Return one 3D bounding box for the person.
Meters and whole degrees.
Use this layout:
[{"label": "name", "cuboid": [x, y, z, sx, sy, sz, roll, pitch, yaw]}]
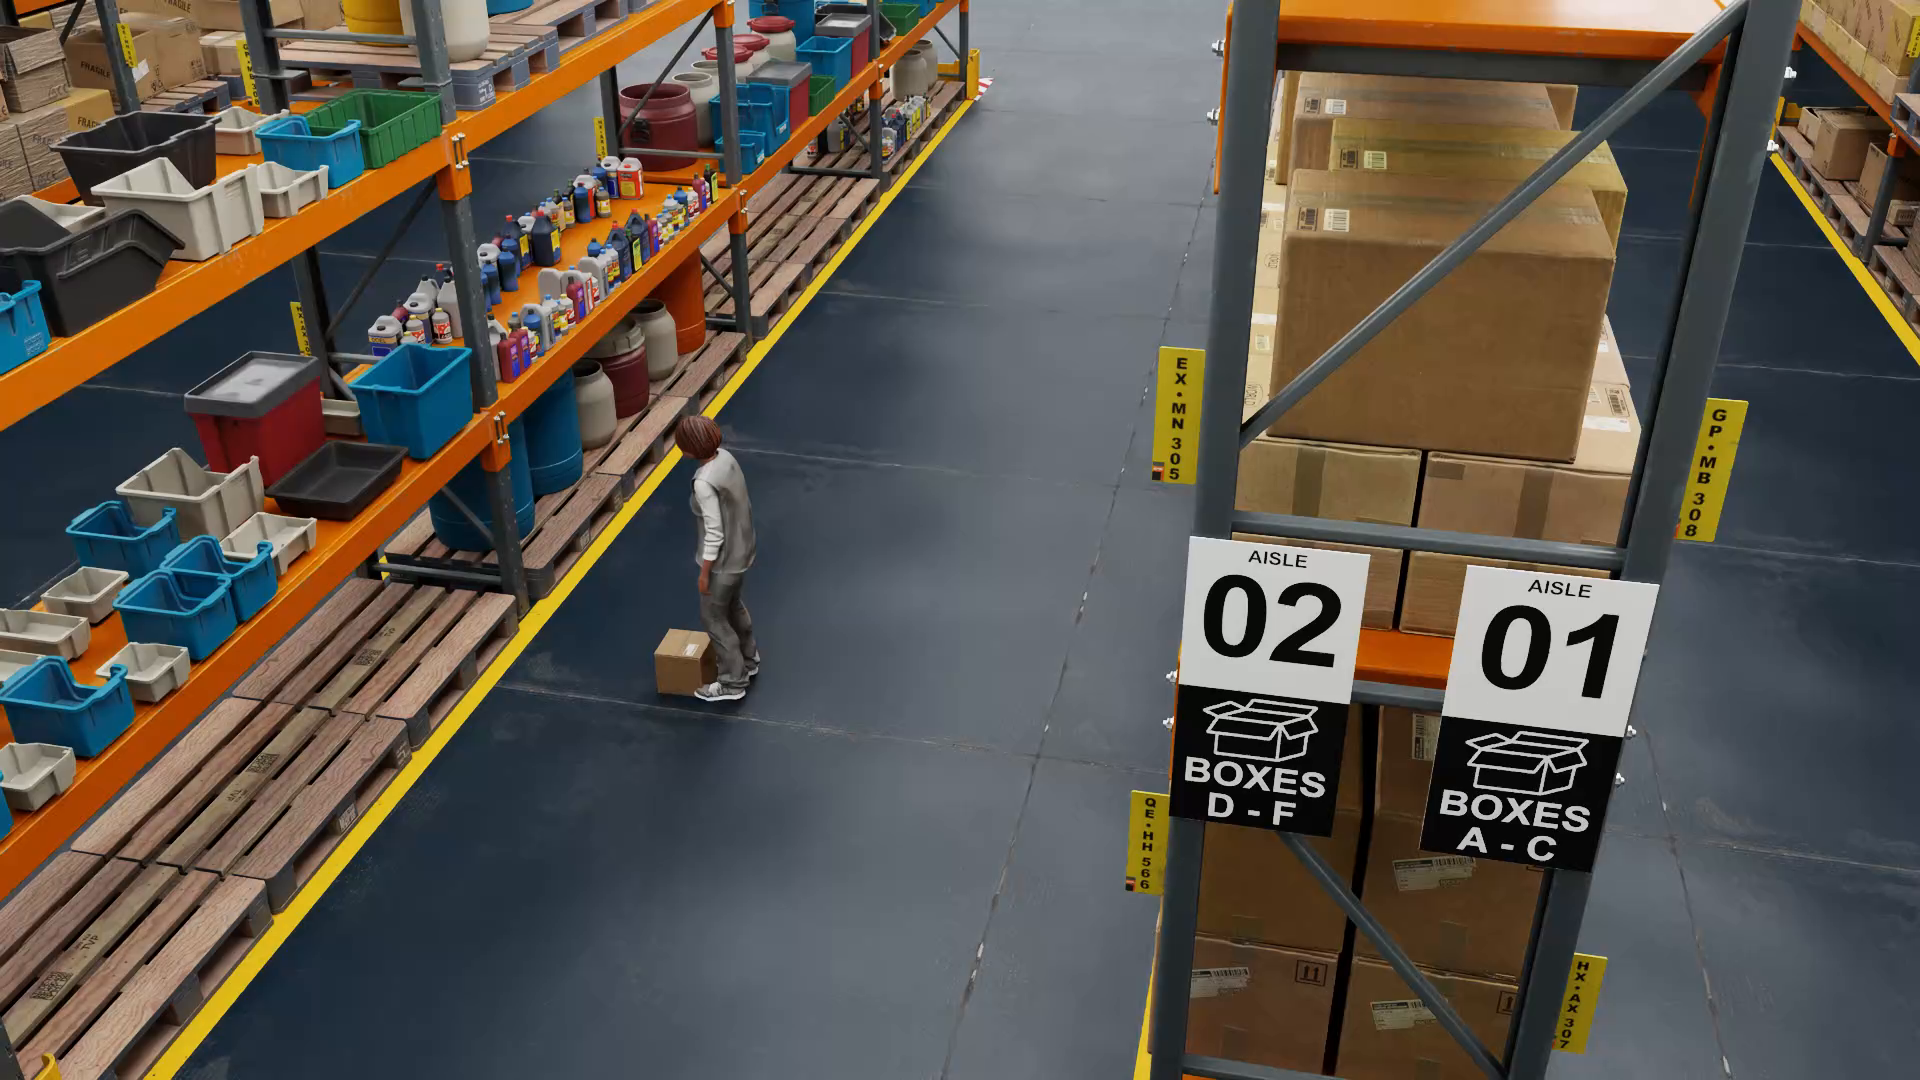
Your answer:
[{"label": "person", "cuboid": [-1.214, 0.089, 8.456, 0.344, 1.593, 0.485, 4, 30, 8]}]
